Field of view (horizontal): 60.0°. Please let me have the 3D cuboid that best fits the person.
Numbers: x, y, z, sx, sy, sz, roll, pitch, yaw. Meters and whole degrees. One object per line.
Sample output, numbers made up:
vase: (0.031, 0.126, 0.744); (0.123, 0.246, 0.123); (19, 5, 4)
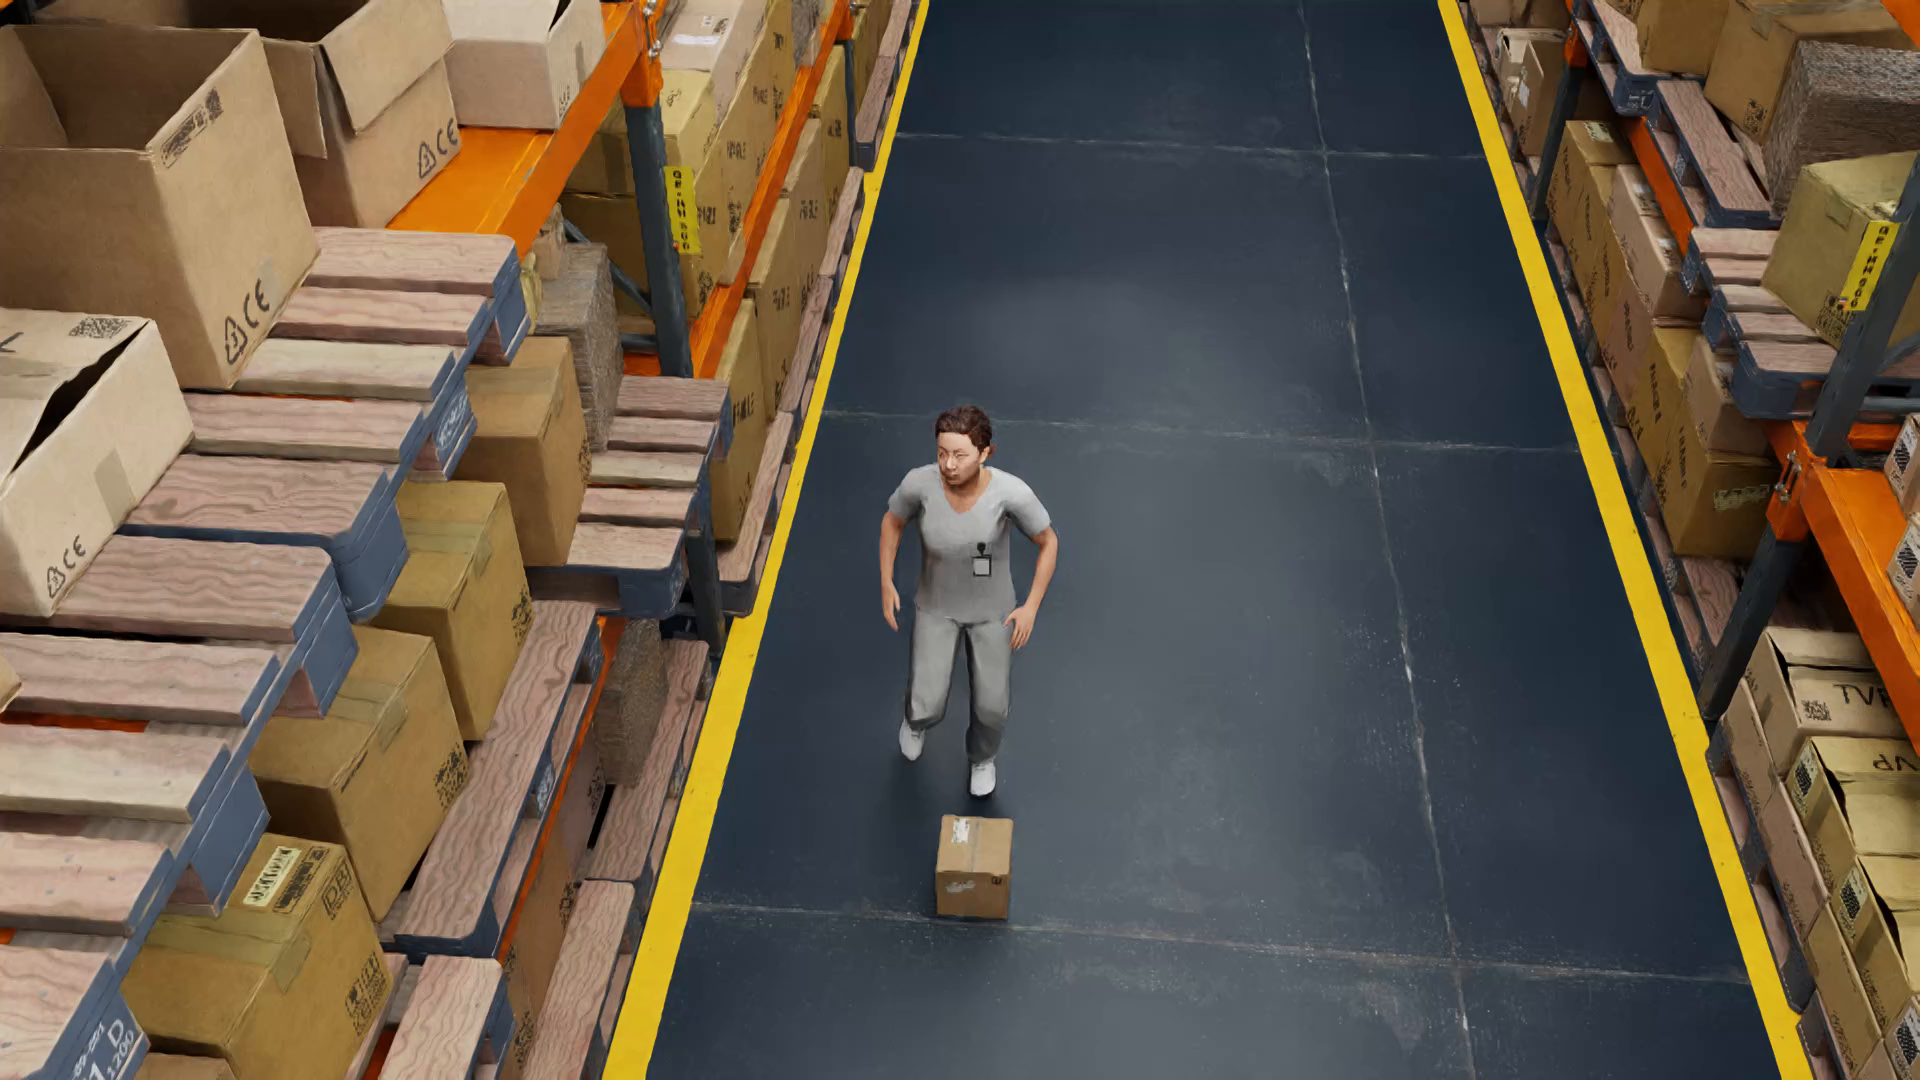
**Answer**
person: (0.024, 0.260, 5.868); (0.624, 1.625, 0.473); (2, 40, 2)
